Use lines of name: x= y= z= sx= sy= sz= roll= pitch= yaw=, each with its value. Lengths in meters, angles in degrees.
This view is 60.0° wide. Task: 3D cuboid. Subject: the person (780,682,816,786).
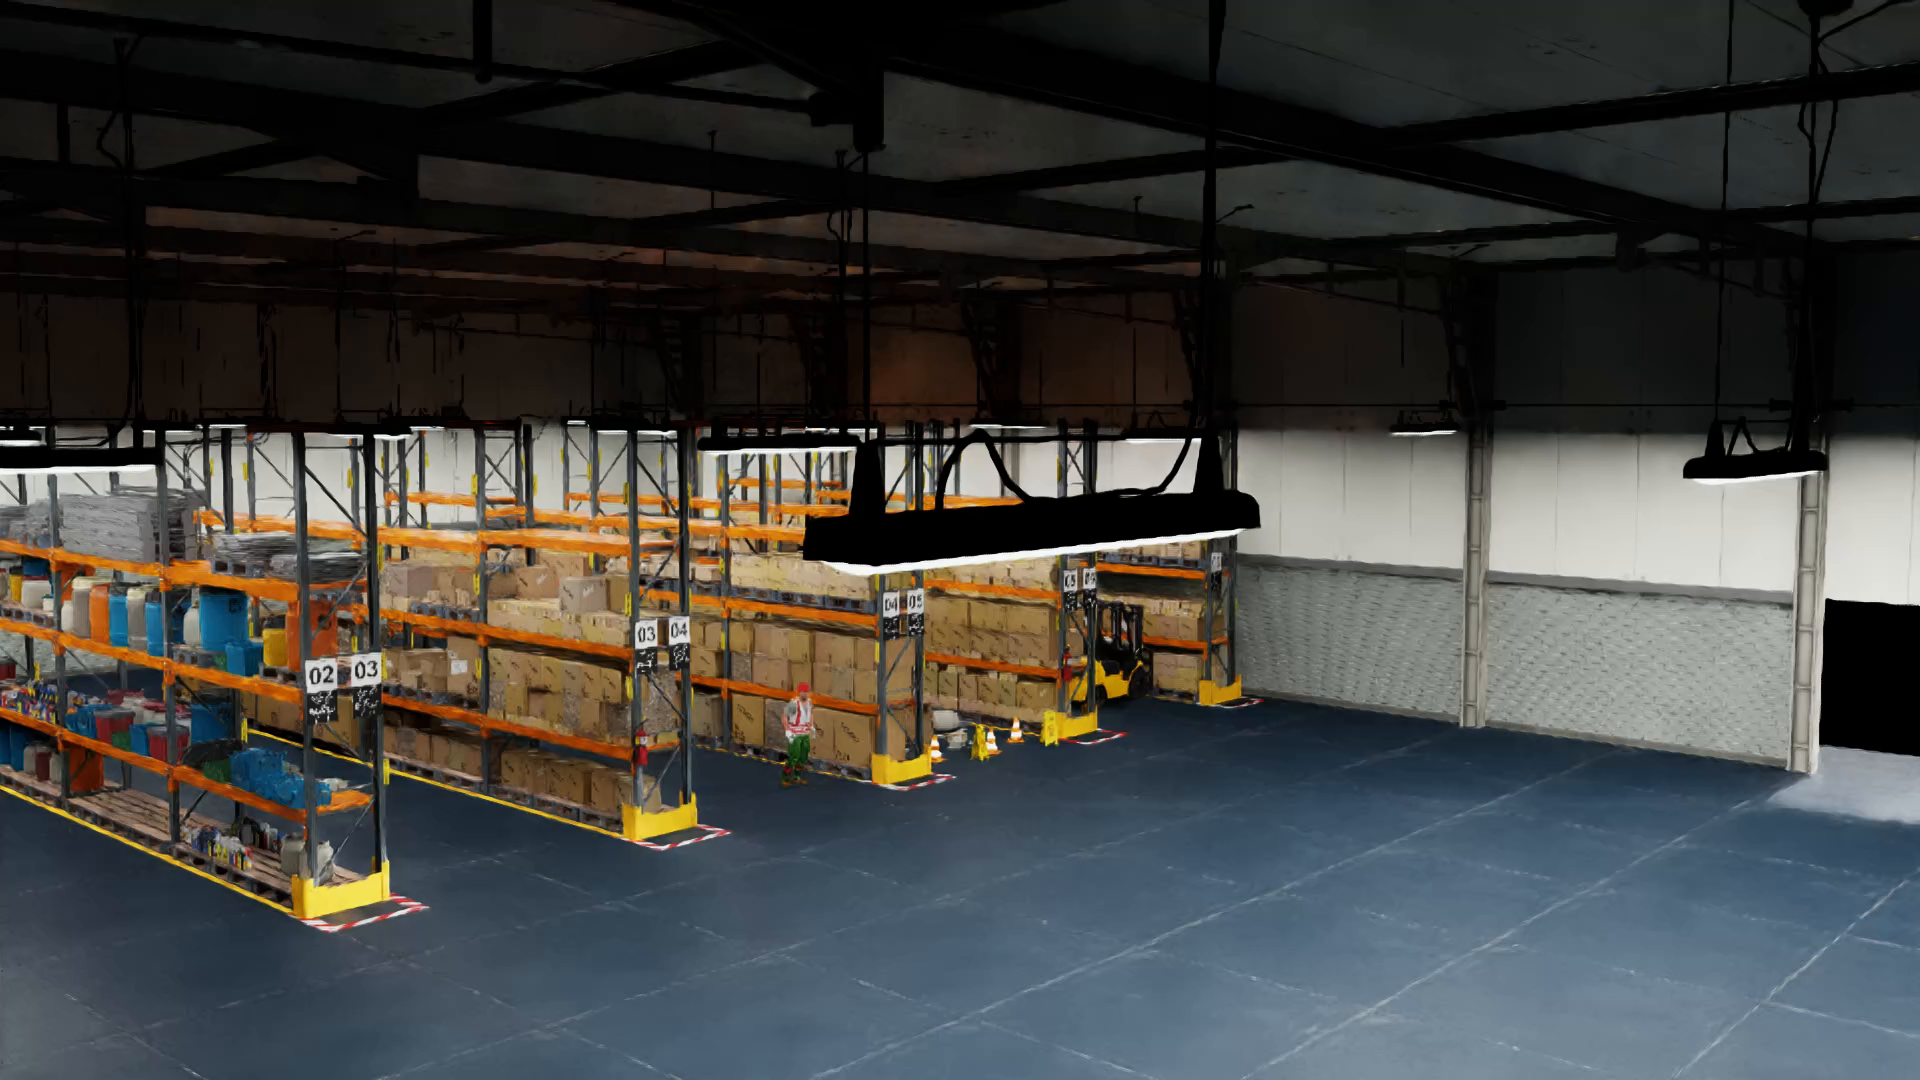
person: x=-2.676 y=3.212 z=27.634 sx=0.547 sy=1.742 sz=0.677 roll=4 pitch=6 yaw=40

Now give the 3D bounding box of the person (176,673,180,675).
person: x=-18.209 y=2.306 z=38.685 sx=0.657 sy=1.791 sz=0.479 roll=0 pitch=5 yaw=6

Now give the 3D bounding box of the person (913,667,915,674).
person: x=-1.336 y=2.326 z=37.931 sx=0.577 sy=1.785 sz=0.655 roll=-2 pitch=5 yaw=-18

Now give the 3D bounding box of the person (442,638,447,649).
person: x=-12.972 y=2.018 z=41.904 sx=0.641 sy=1.763 sz=0.504 roll=1 pitch=5 yaw=7
